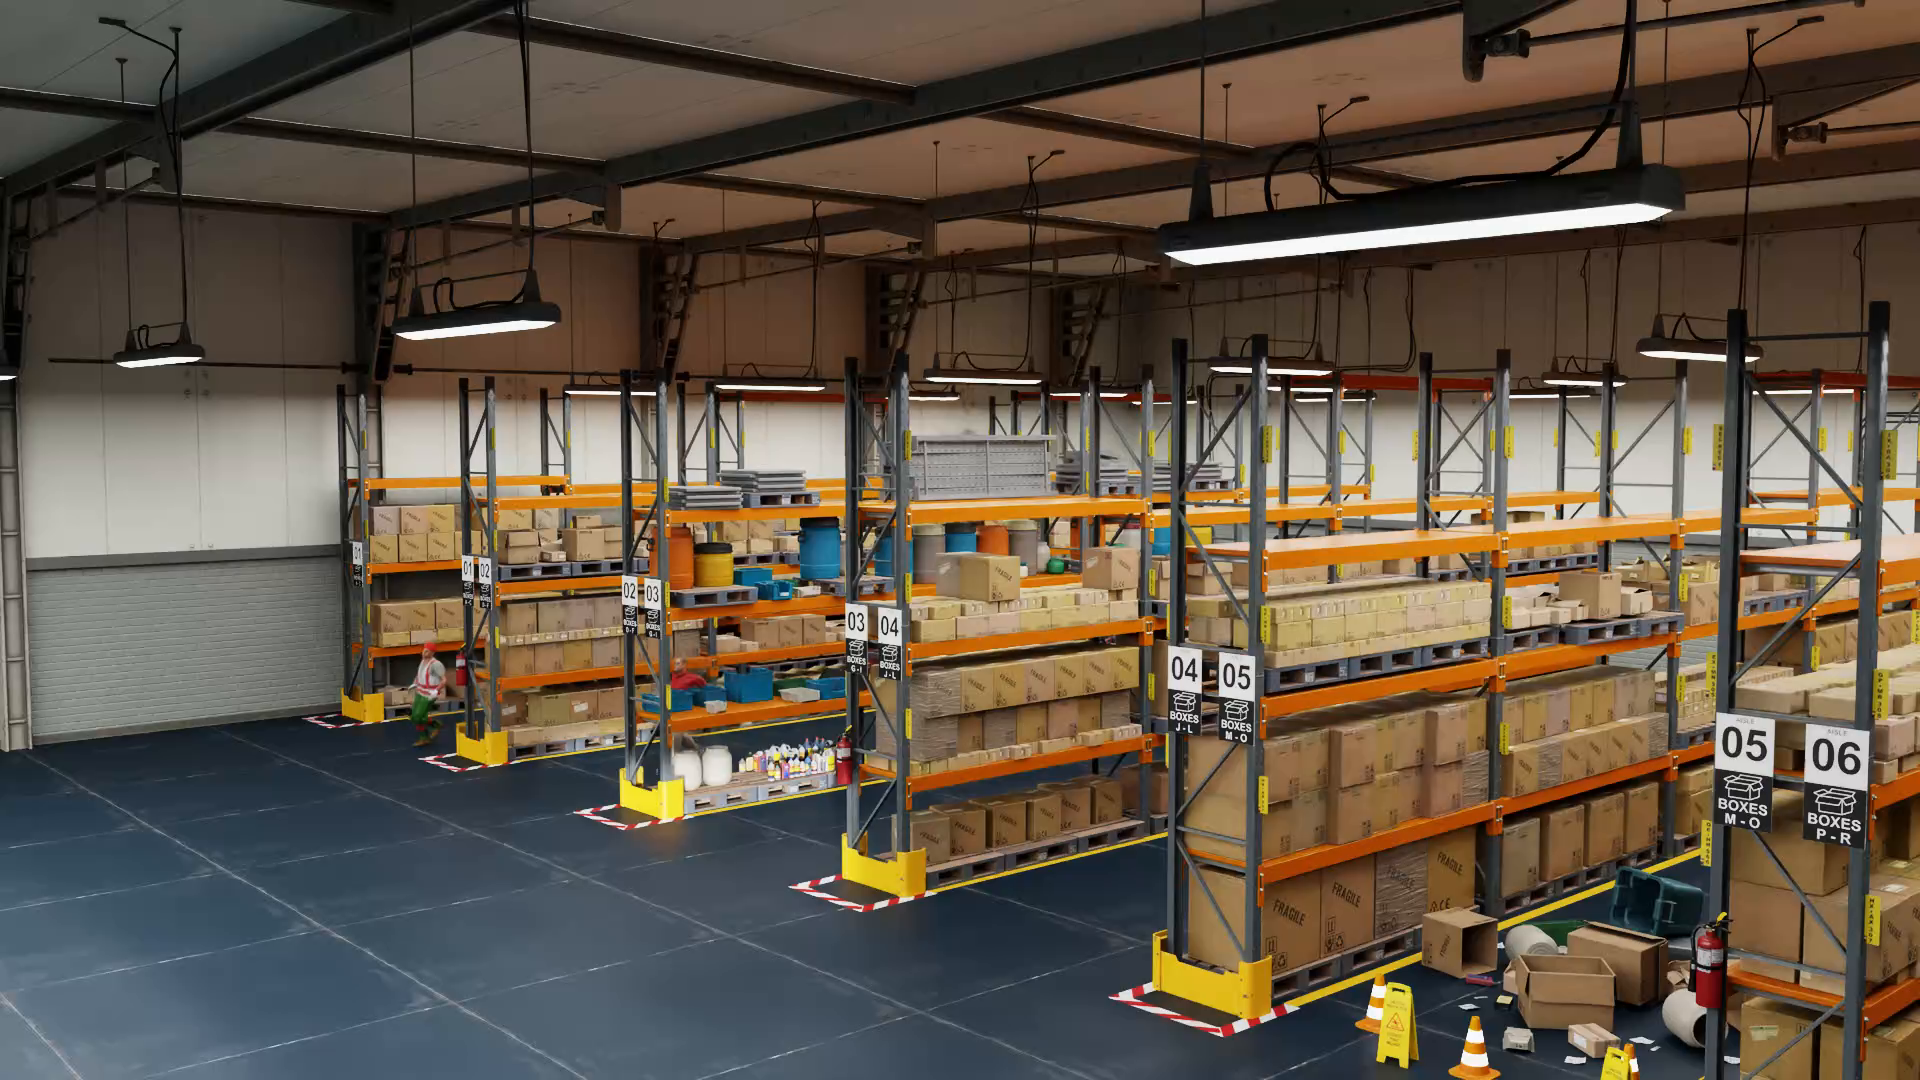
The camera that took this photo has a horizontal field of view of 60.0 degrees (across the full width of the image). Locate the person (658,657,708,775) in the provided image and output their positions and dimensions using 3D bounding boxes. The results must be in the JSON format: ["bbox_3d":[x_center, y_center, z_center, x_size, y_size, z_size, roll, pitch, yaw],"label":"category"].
[{"bbox_3d":[-4.258,2.634,25.250,0.671,1.711,1.036,3,5,39],"label":"person"}]

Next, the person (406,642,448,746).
[{"bbox_3d":[-8.707,2.528,27.217,0.714,1.732,0.562,3,5,43],"label":"person"}]
